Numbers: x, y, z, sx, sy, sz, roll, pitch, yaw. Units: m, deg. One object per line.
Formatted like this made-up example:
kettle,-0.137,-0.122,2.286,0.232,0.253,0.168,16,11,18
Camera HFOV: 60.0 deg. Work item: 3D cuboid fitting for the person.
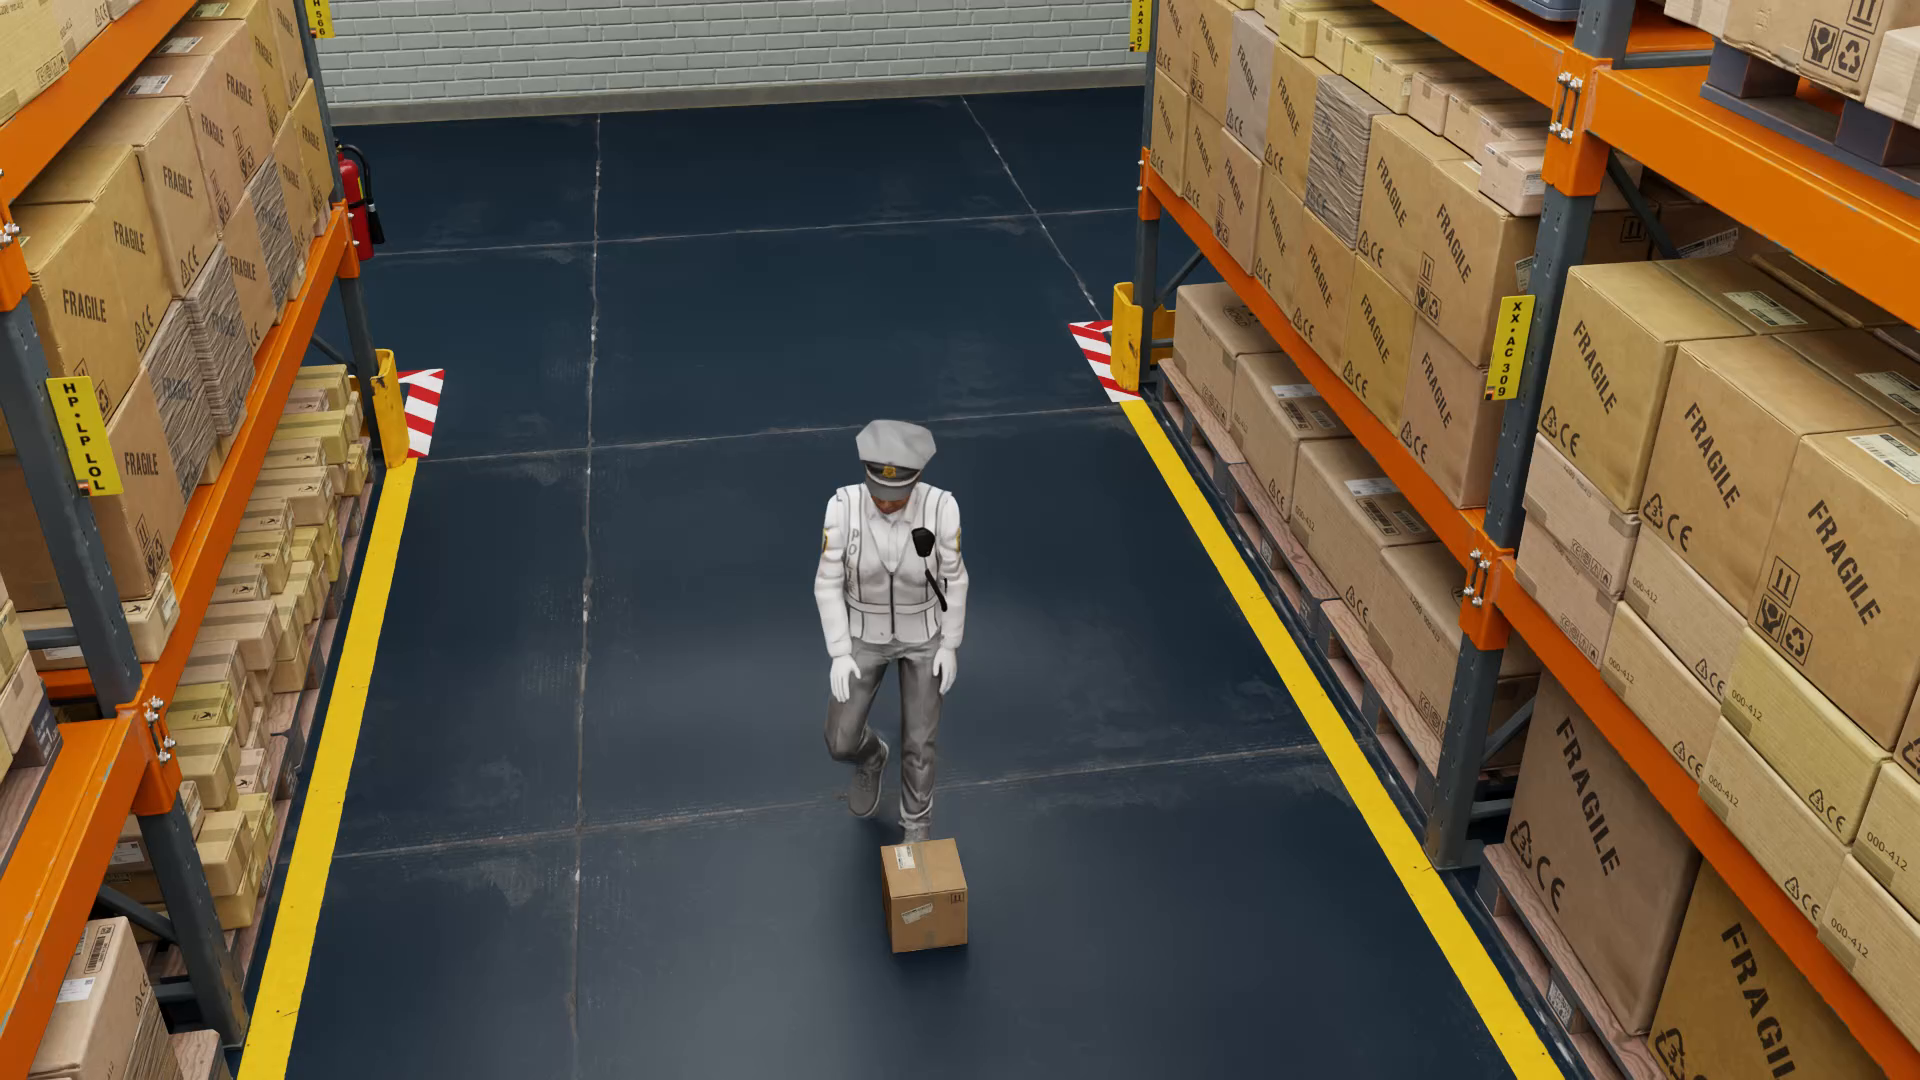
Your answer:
person,-0.222,0.354,5.508,0.500,1.658,0.548,0,31,1
